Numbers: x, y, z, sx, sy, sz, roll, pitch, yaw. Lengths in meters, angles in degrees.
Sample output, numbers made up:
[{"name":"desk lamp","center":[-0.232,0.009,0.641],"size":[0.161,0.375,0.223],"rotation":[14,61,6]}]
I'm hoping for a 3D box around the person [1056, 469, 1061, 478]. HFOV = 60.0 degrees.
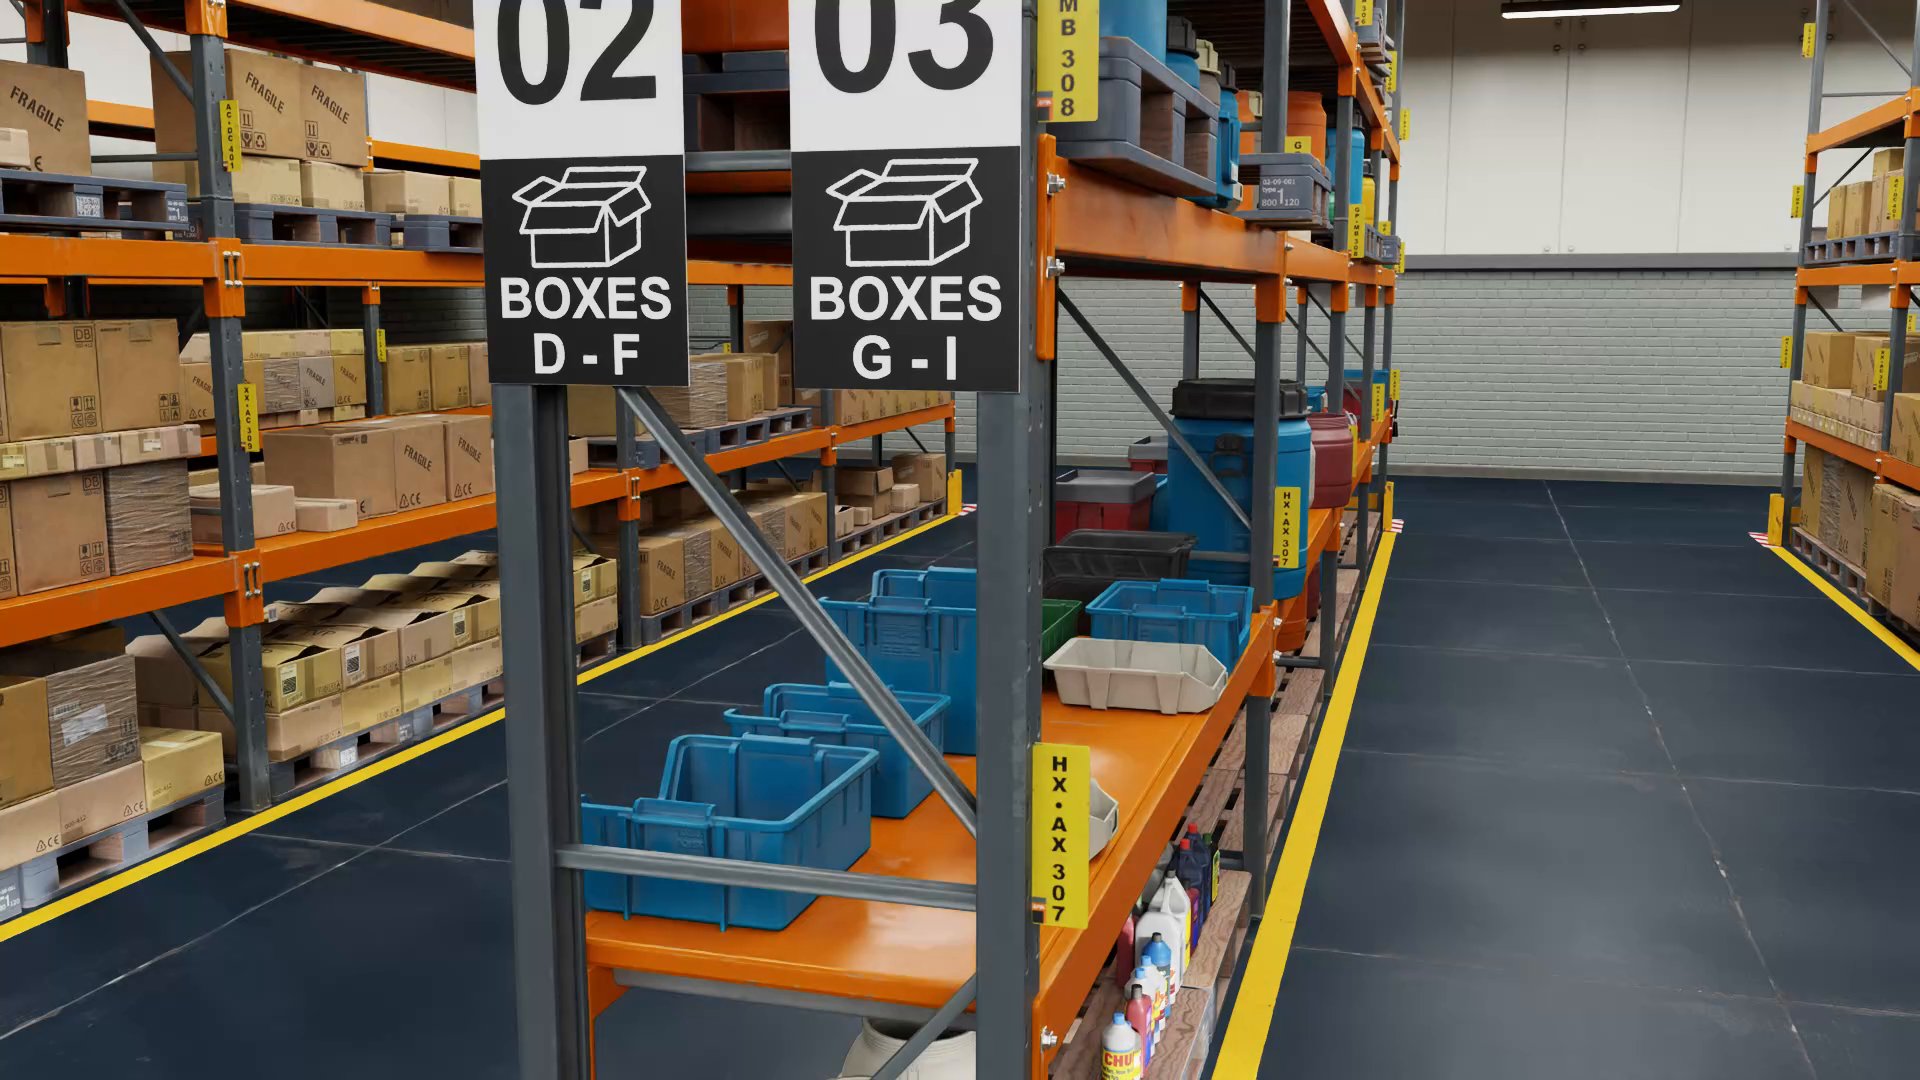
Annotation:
[{"name":"person","center":[0.485,0.029,11.659],"size":[0.707,1.630,0.684],"rotation":[-4,9,-23]}]
